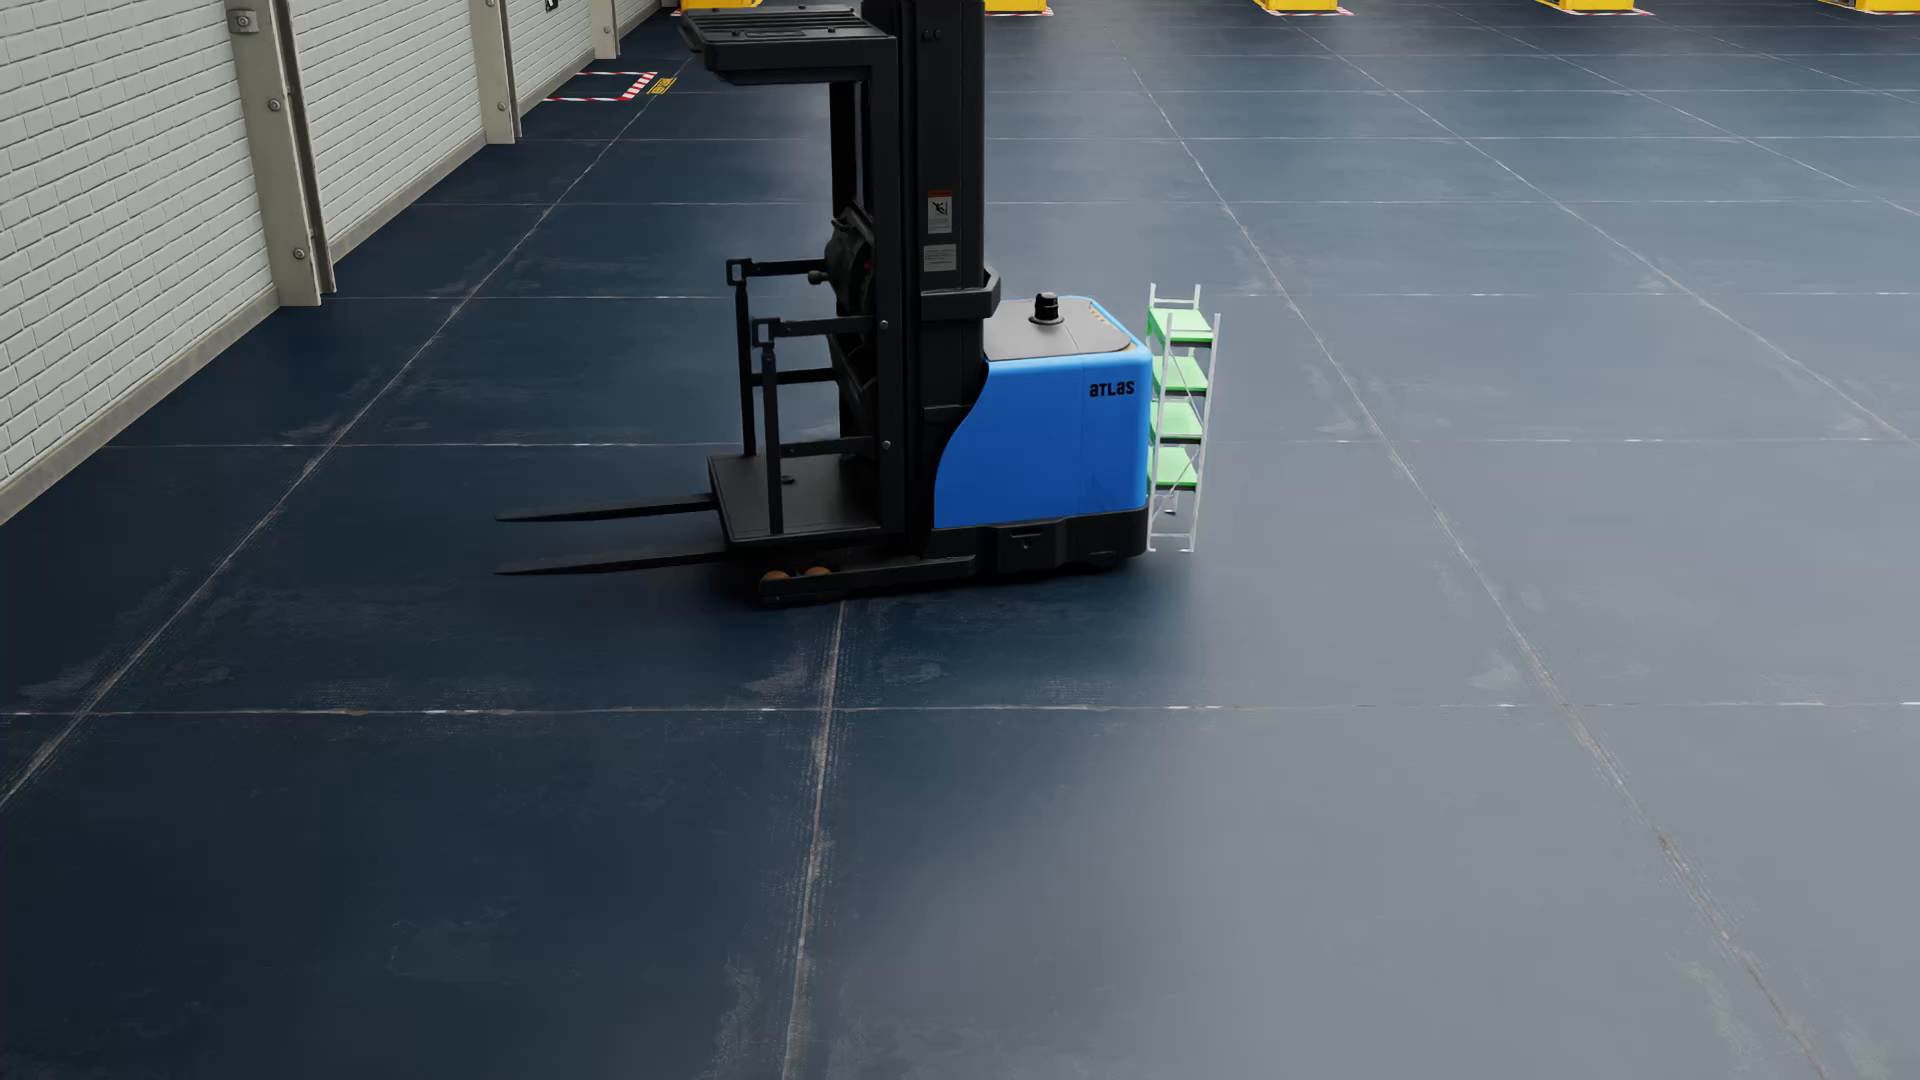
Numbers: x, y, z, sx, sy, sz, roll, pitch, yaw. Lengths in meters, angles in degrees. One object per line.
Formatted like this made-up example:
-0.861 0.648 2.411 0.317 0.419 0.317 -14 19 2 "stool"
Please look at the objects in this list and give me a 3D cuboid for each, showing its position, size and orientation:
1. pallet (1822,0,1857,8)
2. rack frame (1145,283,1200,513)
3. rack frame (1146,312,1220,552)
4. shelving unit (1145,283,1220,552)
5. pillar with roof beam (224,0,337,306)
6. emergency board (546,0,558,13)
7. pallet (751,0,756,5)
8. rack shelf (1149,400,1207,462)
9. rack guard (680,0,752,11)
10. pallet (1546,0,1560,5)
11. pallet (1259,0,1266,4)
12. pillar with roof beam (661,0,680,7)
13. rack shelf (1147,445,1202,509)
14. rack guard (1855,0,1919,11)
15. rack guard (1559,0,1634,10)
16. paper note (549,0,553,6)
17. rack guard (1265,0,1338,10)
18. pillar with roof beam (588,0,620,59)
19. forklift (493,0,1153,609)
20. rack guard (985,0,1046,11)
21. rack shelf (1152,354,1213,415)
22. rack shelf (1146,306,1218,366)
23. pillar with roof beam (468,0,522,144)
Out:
15.632 -9.374 28.720 1.003 0.211 1.213 0 24 -1 "pallet"
1.019 -0.693 8.313 0.240 1.200 0.015 1 24 -4 "rack frame"
1.046 -0.492 7.869 0.240 1.200 0.015 1 24 -4 "rack frame"
1.033 -0.593 8.091 0.258 1.200 0.503 1 24 -4 "shelving unit"
-0.472 -5.888 10.349 9.100 9.000 0.400 0 24 -1 "pillar with roof beam"
-4.919 -7.061 20.223 0.194 1.169 0.643 0 24 -1 "emergency board"
-4.075 -9.363 28.697 1.003 0.211 1.213 0 24 -1 "pallet"
1.030 -0.535 8.117 0.258 0.148 0.480 1 24 -4 "rack shelf"
-4.102 -9.160 27.897 1.175 0.500 0.348 0 24 -1 "rack guard"
10.784 -9.430 28.845 1.003 0.211 1.213 0 24 -1 "pallet"
5.754 -9.408 28.795 1.003 0.211 1.213 0 24 -1 "pallet"
-0.669 -13.305 26.748 9.100 9.000 0.400 0 24 -1 "pillar with roof beam"
1.019 -0.316 8.215 0.258 0.148 0.480 1 24 -4 "rack shelf"
15.719 -9.166 27.911 1.175 0.500 0.348 0 24 -1 "rack guard"
10.757 -9.227 28.044 1.175 0.500 0.348 0 24 -1 "rack guard"
-4.986 -6.587 20.243 0.016 0.148 0.142 0 24 -1 "paper note"
5.758 -9.204 27.995 1.175 0.500 0.348 0 24 -1 "rack guard"
-0.603 -10.833 21.282 9.100 9.000 0.400 0 24 -1 "pillar with roof beam"
-0.678 -1.264 7.488 3.031 2.935 1.130 -6 25 -12 "forklift"
0.853 -9.143 27.858 1.175 0.500 0.348 0 24 -1 "rack guard"
1.041 -0.753 8.019 0.258 0.148 0.480 1 24 -4 "rack shelf"
1.051 -0.972 7.920 0.258 0.148 0.480 1 24 -4 "rack shelf"
-0.538 -8.360 15.815 9.100 9.000 0.400 0 24 -1 "pillar with roof beam"
